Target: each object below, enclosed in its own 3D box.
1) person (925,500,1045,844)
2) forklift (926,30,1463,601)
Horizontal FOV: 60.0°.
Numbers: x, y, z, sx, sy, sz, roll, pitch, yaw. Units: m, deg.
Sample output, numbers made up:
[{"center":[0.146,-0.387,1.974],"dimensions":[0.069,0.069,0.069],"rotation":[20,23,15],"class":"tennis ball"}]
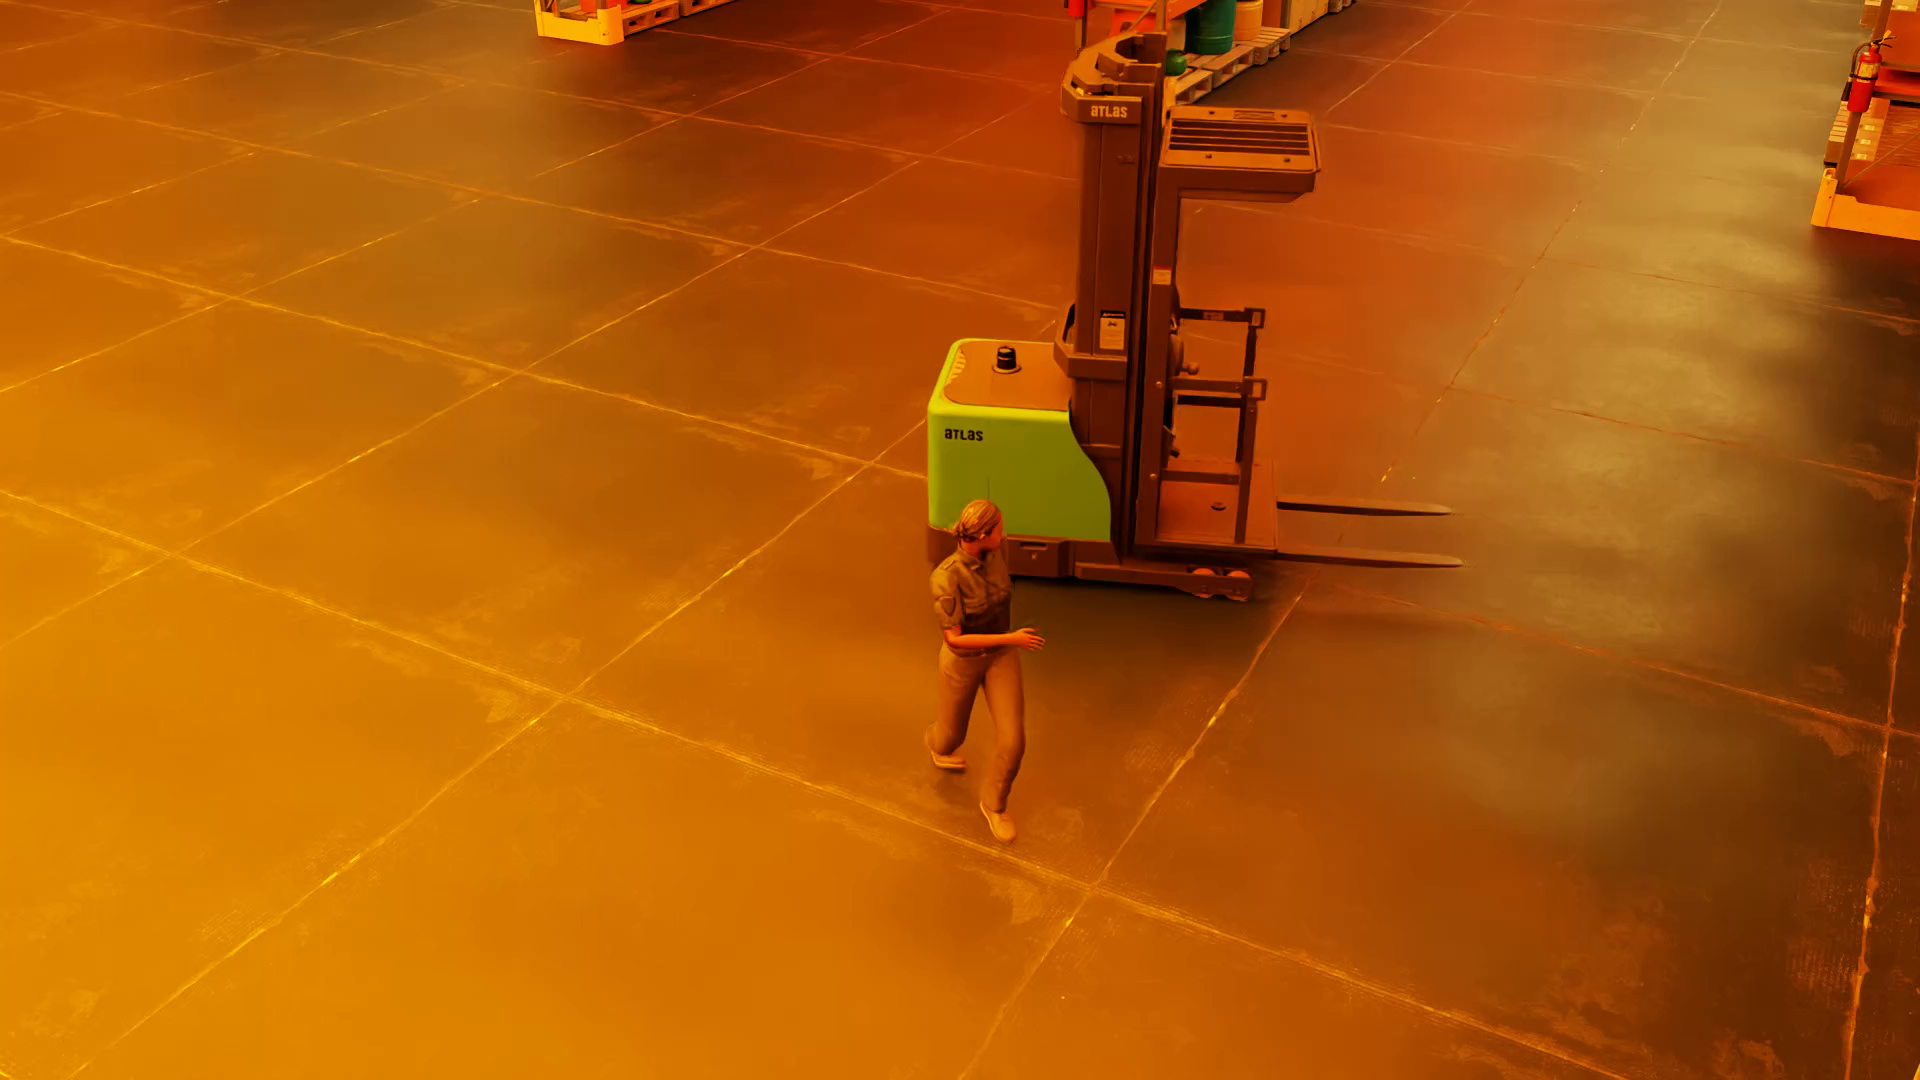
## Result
[{"center":[0.088,0.528,7.547],"dimensions":[0.493,1.581,0.821],"rotation":[-12,32,-20],"class":"person"},{"center":[1.368,-1.211,9.169],"dimensions":[3.031,2.935,1.130],"rotation":[4,30,7],"class":"forklift"}]
